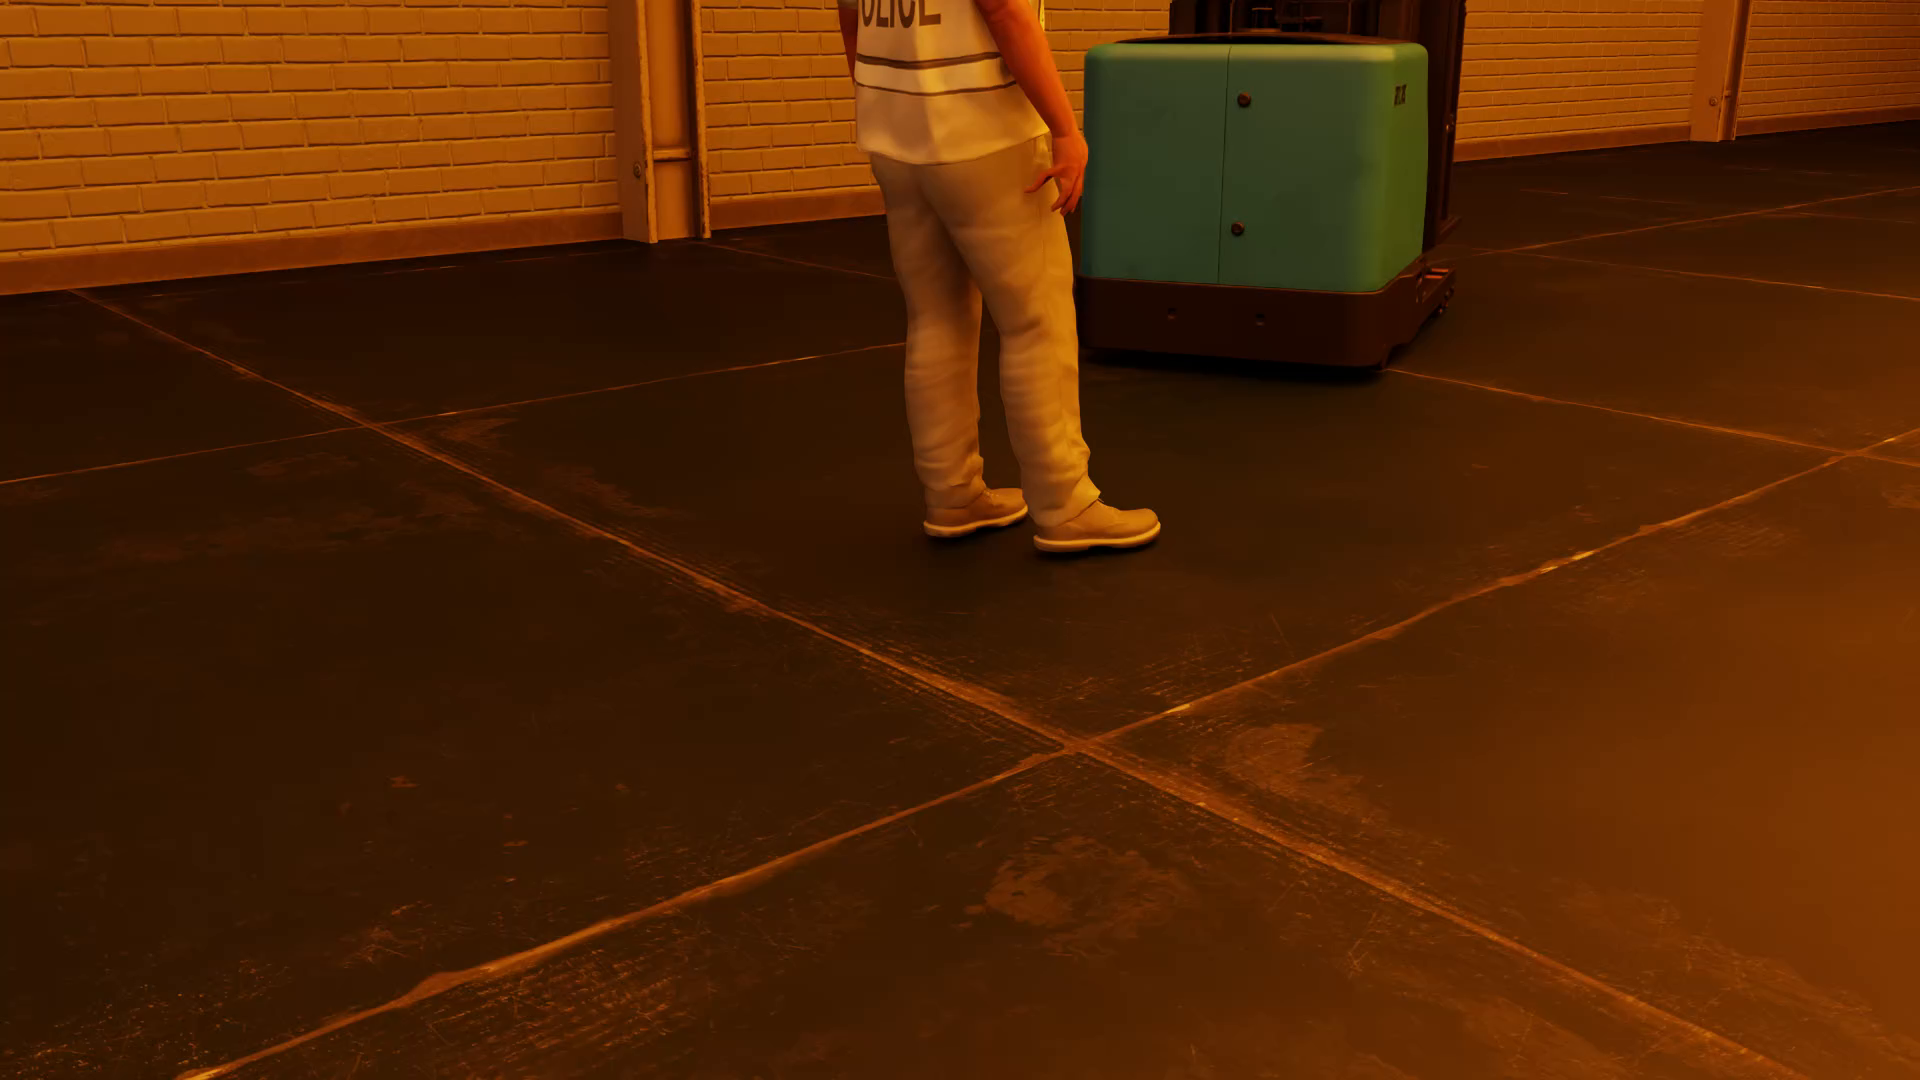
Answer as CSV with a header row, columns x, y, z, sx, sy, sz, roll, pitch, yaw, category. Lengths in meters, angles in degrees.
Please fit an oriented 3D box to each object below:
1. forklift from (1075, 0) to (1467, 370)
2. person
x,y,z,sx,sy,sz,roll,pitch,yaw,category
1.435,-2.359,6.480,1.130,2.935,3.031,7,19,22,forklift
0.067,-0.870,3.620,0.574,1.780,0.641,-14,22,-38,person
